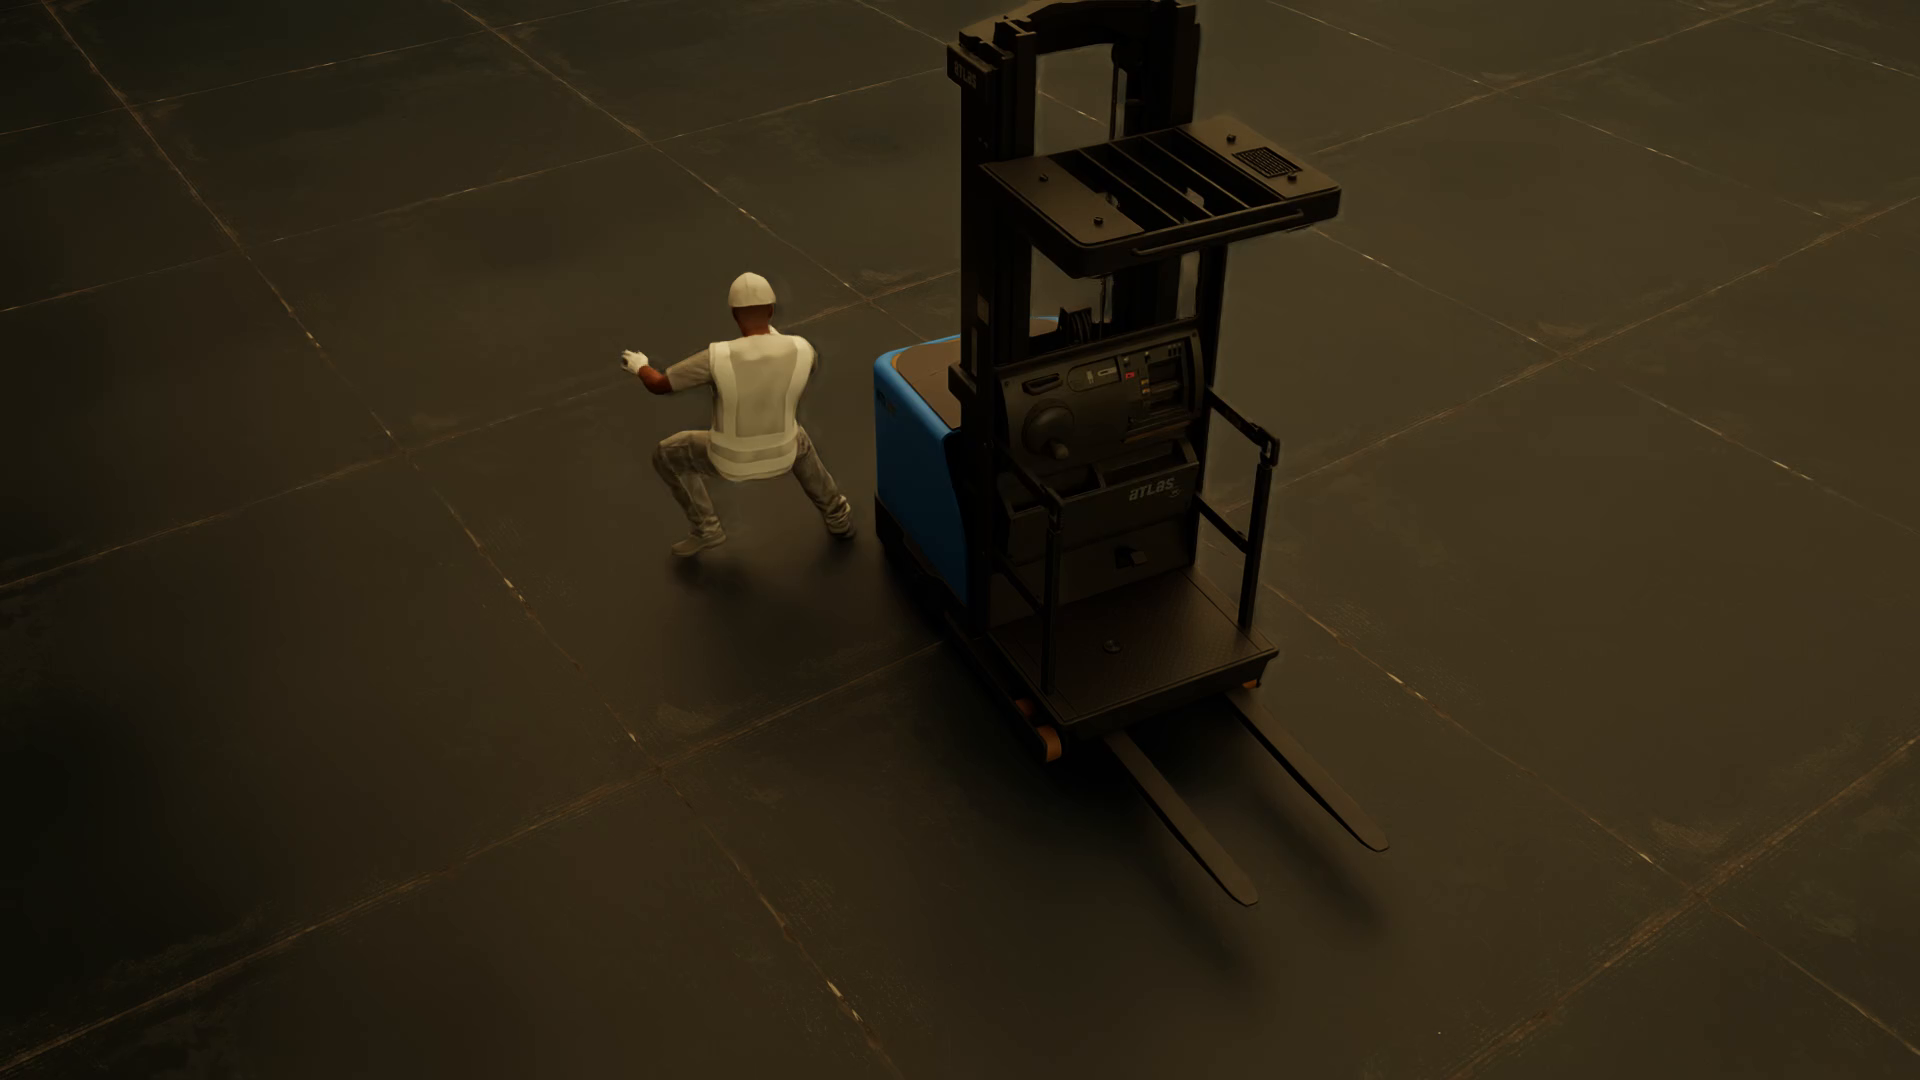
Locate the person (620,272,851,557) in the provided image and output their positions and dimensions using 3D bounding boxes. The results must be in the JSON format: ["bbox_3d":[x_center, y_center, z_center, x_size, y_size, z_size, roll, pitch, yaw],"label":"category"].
[{"bbox_3d":[-1.035,-0.603,7.936,1.043,1.543,0.788,-13,38,-17],"label":"person"}]

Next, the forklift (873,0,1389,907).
[{"bbox_3d":[0.688,-0.528,6.659,1.130,2.935,3.031,-17,40,-21],"label":"forklift"}]
